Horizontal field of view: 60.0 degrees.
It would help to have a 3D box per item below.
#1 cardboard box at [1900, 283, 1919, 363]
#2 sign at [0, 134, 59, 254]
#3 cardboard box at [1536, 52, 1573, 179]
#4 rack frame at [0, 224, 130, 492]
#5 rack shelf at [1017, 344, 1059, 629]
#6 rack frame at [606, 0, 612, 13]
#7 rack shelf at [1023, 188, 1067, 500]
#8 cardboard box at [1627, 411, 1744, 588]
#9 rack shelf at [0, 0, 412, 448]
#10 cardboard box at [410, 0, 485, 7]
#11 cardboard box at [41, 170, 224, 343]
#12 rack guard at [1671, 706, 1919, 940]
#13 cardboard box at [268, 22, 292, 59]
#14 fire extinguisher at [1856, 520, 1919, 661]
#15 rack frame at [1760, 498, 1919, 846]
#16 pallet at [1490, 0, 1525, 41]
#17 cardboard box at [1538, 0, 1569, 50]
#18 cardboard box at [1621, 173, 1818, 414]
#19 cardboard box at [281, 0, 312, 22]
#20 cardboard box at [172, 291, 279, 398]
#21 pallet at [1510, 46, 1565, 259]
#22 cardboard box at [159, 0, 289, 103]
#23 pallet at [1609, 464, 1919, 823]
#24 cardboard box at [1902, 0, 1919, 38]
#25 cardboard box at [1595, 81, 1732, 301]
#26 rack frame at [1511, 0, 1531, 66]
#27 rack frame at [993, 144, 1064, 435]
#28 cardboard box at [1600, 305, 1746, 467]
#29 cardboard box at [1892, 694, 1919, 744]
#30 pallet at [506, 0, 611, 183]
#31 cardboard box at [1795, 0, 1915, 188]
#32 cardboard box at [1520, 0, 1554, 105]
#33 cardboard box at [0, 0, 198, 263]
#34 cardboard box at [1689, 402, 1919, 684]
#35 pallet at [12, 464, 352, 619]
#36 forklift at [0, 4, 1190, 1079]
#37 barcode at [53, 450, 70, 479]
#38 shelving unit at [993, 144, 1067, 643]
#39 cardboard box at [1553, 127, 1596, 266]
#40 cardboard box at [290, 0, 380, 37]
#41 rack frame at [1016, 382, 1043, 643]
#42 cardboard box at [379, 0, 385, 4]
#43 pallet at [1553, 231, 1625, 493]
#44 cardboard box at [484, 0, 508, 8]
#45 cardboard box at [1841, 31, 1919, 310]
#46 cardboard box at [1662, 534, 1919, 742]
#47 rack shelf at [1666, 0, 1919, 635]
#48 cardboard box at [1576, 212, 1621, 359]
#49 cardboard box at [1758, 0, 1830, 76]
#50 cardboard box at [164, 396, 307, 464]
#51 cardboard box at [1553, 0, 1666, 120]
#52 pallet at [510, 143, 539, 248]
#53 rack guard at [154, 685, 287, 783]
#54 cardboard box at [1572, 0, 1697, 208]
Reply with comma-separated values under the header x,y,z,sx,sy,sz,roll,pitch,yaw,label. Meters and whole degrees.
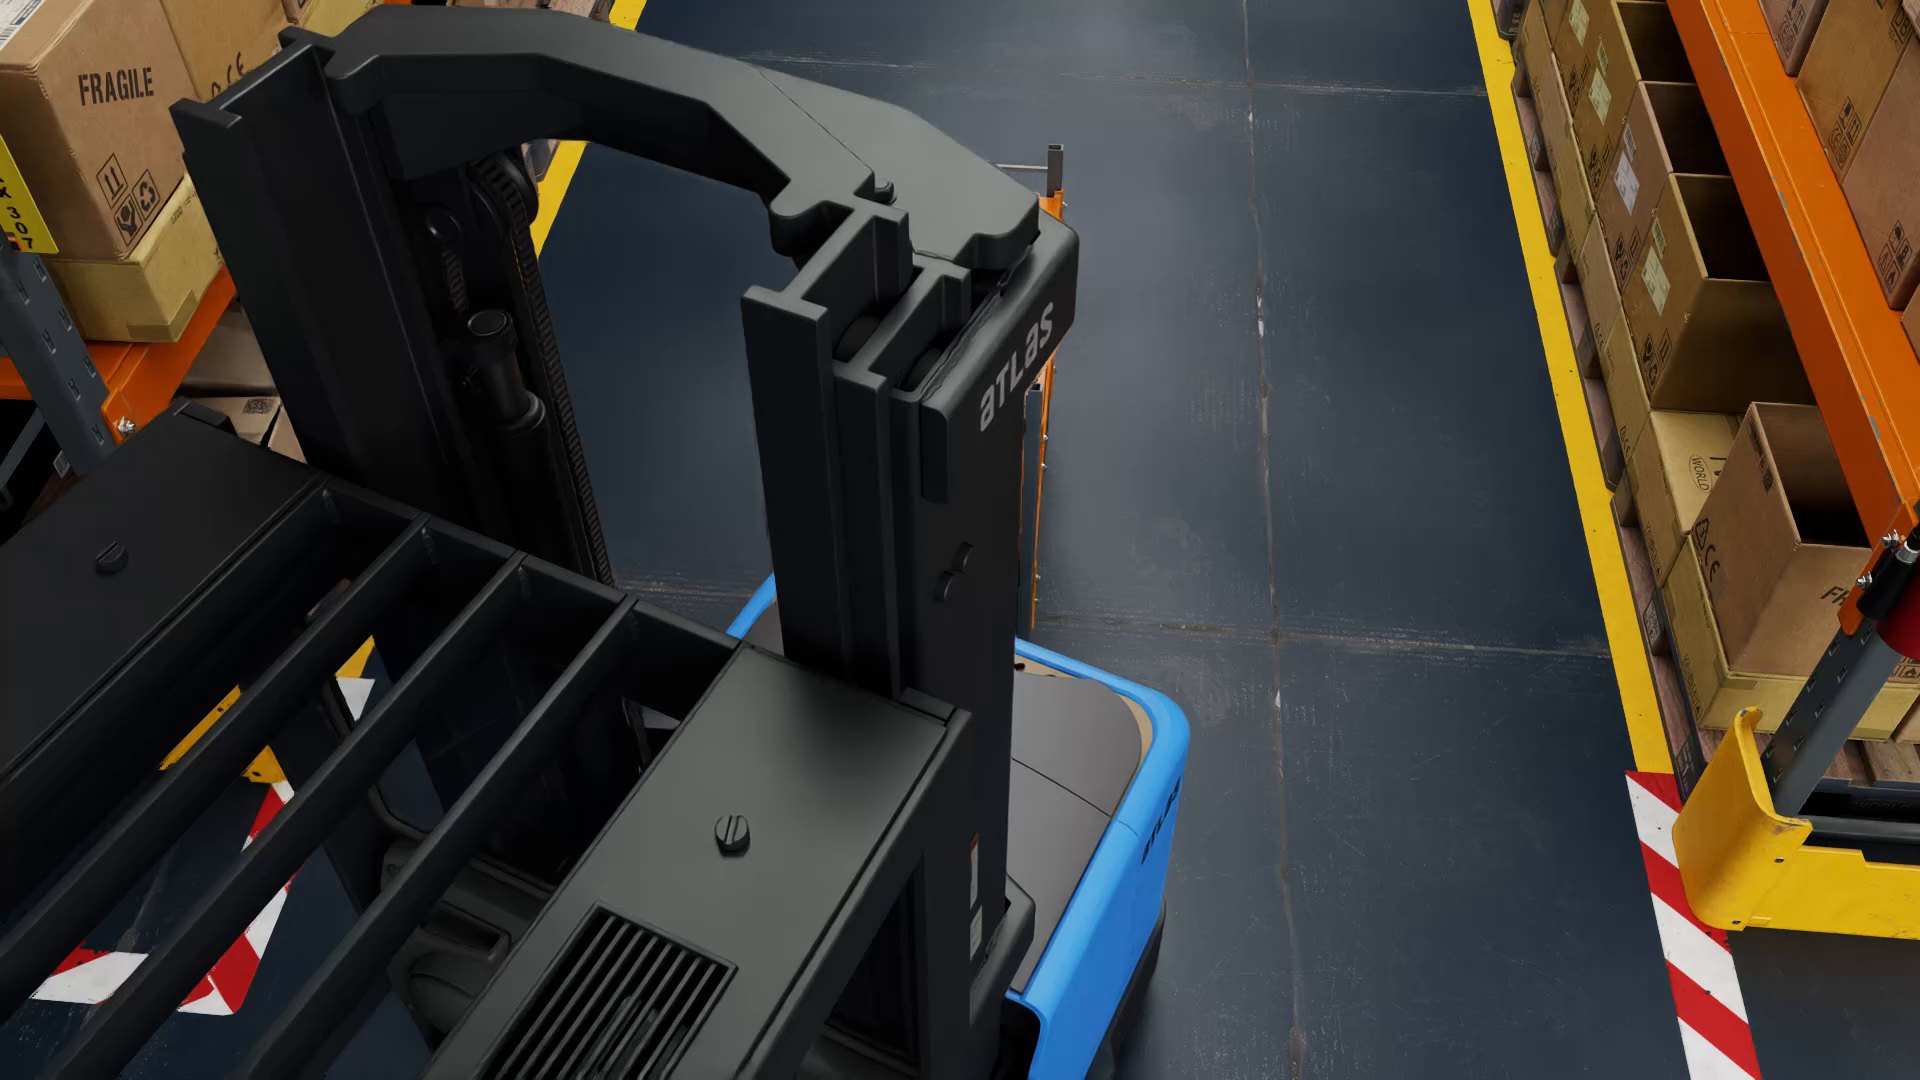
x,y,z,sx,sy,sz,roll,pitch,yaw,label
2.564,-0.487,3.595,0.700,0.500,0.500,4,48,4,cardboard box
-1.884,-0.697,3.268,0.100,0.325,0.005,4,48,4,sign
2.479,-1.577,6.238,0.500,0.250,0.500,4,48,4,cardboard box
-2.424,-0.442,3.621,1.000,3.000,0.127,4,48,4,rack frame
0.001,-0.220,5.020,0.538,0.278,1.000,4,48,4,rack shelf
-2.060,-3.381,6.309,1.000,3.000,0.127,4,48,4,rack frame
0.001,-0.582,4.623,0.538,0.278,1.000,4,48,4,rack shelf
2.297,-0.107,4.894,0.500,0.250,0.500,4,48,4,cardboard box
-2.242,-1.668,5.231,1.077,0.370,4.000,4,48,4,rack shelf
-2.115,-1.920,6.369,0.500,0.500,0.500,1,48,1,cardboard box
-2.064,-0.735,3.977,0.500,0.250,0.500,3,48,2,cardboard box
2.507,0.750,4.225,1.175,0.500,0.348,4,48,4,rack guard
-2.031,-1.117,4.327,0.500,0.250,0.500,3,48,2,cardboard box
2.036,-0.029,3.297,0.296,0.674,0.183,4,48,4,fire extinguisher
2.509,-0.111,3.319,1.000,3.000,0.127,4,48,4,rack frame
2.902,-2.653,7.534,1.003,0.211,1.213,4,48,4,pallet
2.519,-2.198,6.298,0.500,0.500,0.500,4,48,4,cardboard box
2.338,-0.728,4.954,0.500,0.500,0.500,4,48,4,cardboard box
-1.973,-1.723,4.373,0.500,0.500,0.500,2,48,2,cardboard box
-2.220,-0.604,5.293,0.500,0.311,0.500,7,48,7,cardboard box
2.759,-1.528,6.504,1.003,0.211,1.213,4,48,4,pallet
-2.027,-1.344,4.026,0.500,0.500,0.500,4,48,4,cardboard box
2.537,0.265,4.864,1.003,0.211,1.213,4,48,4,pallet
2.425,-1.222,3.828,0.380,0.149,0.250,4,48,4,cardboard box
2.385,-1.095,5.289,0.500,0.500,0.500,4,48,4,cardboard box
2.874,-3.050,6.007,1.000,3.000,0.127,4,48,4,rack frame
0.047,-0.758,5.181,0.500,1.125,0.032,4,48,4,rack frame
2.341,-0.475,5.230,0.500,0.250,0.500,4,48,4,cardboard box
2.779,0.296,4.525,0.500,0.250,0.500,4,48,4,cardboard box
-2.086,-1.944,6.885,1.003,0.211,1.213,4,48,4,pallet
2.658,-1.238,4.282,0.700,0.500,0.500,4,48,4,cardboard box
2.529,-1.944,6.574,0.500,0.250,0.500,4,48,4,cardboard box
-2.082,-0.981,3.695,0.500,0.500,0.500,4,48,4,cardboard box
2.262,0.008,4.281,0.500,0.500,0.500,4,48,4,cardboard box
-2.308,-0.151,5.245,1.003,0.211,1.213,4,48,4,pallet
-0.608,0.896,2.444,1.130,2.935,3.031,20,51,17,forklift
-2.668,-0.228,4.944,0.001,0.075,0.075,4,48,4,barcode
0.001,-0.385,4.839,0.538,1.125,1.048,4,48,4,shelving unit
2.428,-1.210,5.902,0.500,0.250,0.500,4,48,4,cardboard box
-1.978,-1.491,4.669,0.500,0.250,0.500,3,48,3,cardboard box
-0.046,-0.011,4.498,0.500,1.125,0.032,4,48,4,rack frame
-1.930,-1.863,5.009,0.500,0.250,0.500,4,48,4,cardboard box
2.651,-0.629,5.682,1.003,0.211,1.213,4,48,4,pallet
-2.079,-2.178,6.831,0.380,0.166,0.250,-2,48,-2,cardboard box
2.607,-0.873,3.948,0.700,0.500,0.500,5,48,5,cardboard box
2.264,0.261,4.557,0.500,0.250,0.500,4,48,4,cardboard box
2.691,-1.338,4.928,1.077,0.370,4.000,4,48,4,rack shelf
2.388,-0.842,5.566,0.500,0.250,0.500,4,48,4,cardboard box
2.703,-1.625,4.636,0.700,0.500,0.500,5,48,5,cardboard box
-2.272,-0.185,4.910,0.500,0.311,0.500,-1,48,-1,cardboard box
2.482,-1.830,5.961,0.500,0.500,0.500,4,48,4,cardboard box
-2.194,-1.045,6.063,1.003,0.211,1.213,4,48,4,pallet
-2.418,0.346,4.594,1.175,0.500,0.348,4,48,4,rack guard
2.428,-1.463,5.626,0.500,0.500,0.500,4,48,4,cardboard box
